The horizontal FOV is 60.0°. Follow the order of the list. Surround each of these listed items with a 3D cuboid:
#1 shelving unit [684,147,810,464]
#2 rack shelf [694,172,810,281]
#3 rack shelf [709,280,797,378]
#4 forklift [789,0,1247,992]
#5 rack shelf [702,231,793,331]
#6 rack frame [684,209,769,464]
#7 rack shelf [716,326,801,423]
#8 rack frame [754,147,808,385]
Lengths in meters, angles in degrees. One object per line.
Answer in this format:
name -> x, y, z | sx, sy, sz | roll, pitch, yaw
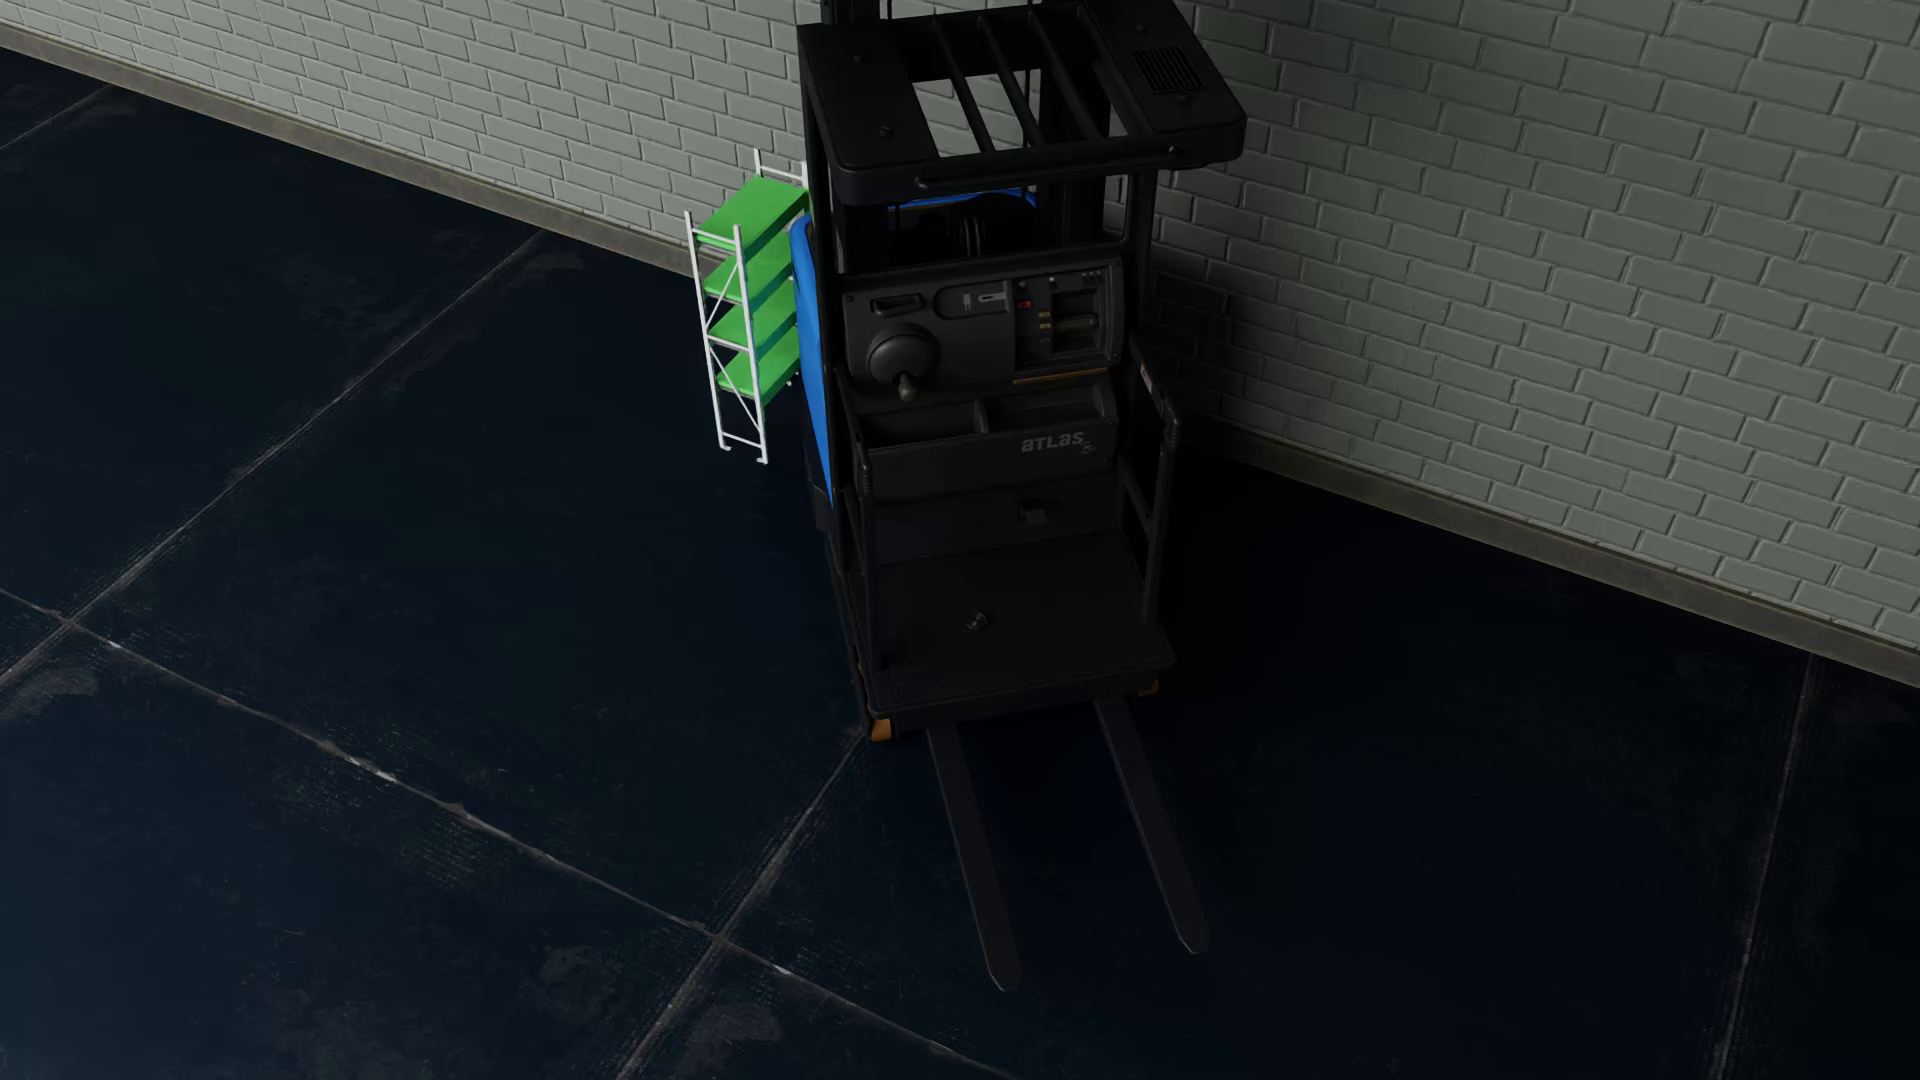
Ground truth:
shelving unit -> -0.815, -0.943, 6.836 | 0.258, 1.200, 0.503 | 20, 49, 19
rack shelf -> -0.819, -1.237, 6.542 | 0.258, 0.148, 0.480 | 20, 49, 19
rack shelf -> -0.814, -0.898, 6.881 | 0.258, 0.148, 0.480 | 20, 49, 19
forklift -> 0.132, -0.598, 5.280 | 1.130, 2.935, 3.031 | -9, 46, -9
rack shelf -> -0.817, -1.068, 6.712 | 0.258, 0.148, 0.480 | 20, 49, 19
rack frame -> -0.928, -0.789, 6.684 | 0.240, 1.200, 0.015 | 20, 49, 19
rack shelf -> -0.812, -0.728, 7.051 | 0.258, 0.148, 0.480 | 20, 49, 19
rack frame -> -0.702, -1.097, 6.988 | 0.240, 1.200, 0.015 | 20, 49, 19
